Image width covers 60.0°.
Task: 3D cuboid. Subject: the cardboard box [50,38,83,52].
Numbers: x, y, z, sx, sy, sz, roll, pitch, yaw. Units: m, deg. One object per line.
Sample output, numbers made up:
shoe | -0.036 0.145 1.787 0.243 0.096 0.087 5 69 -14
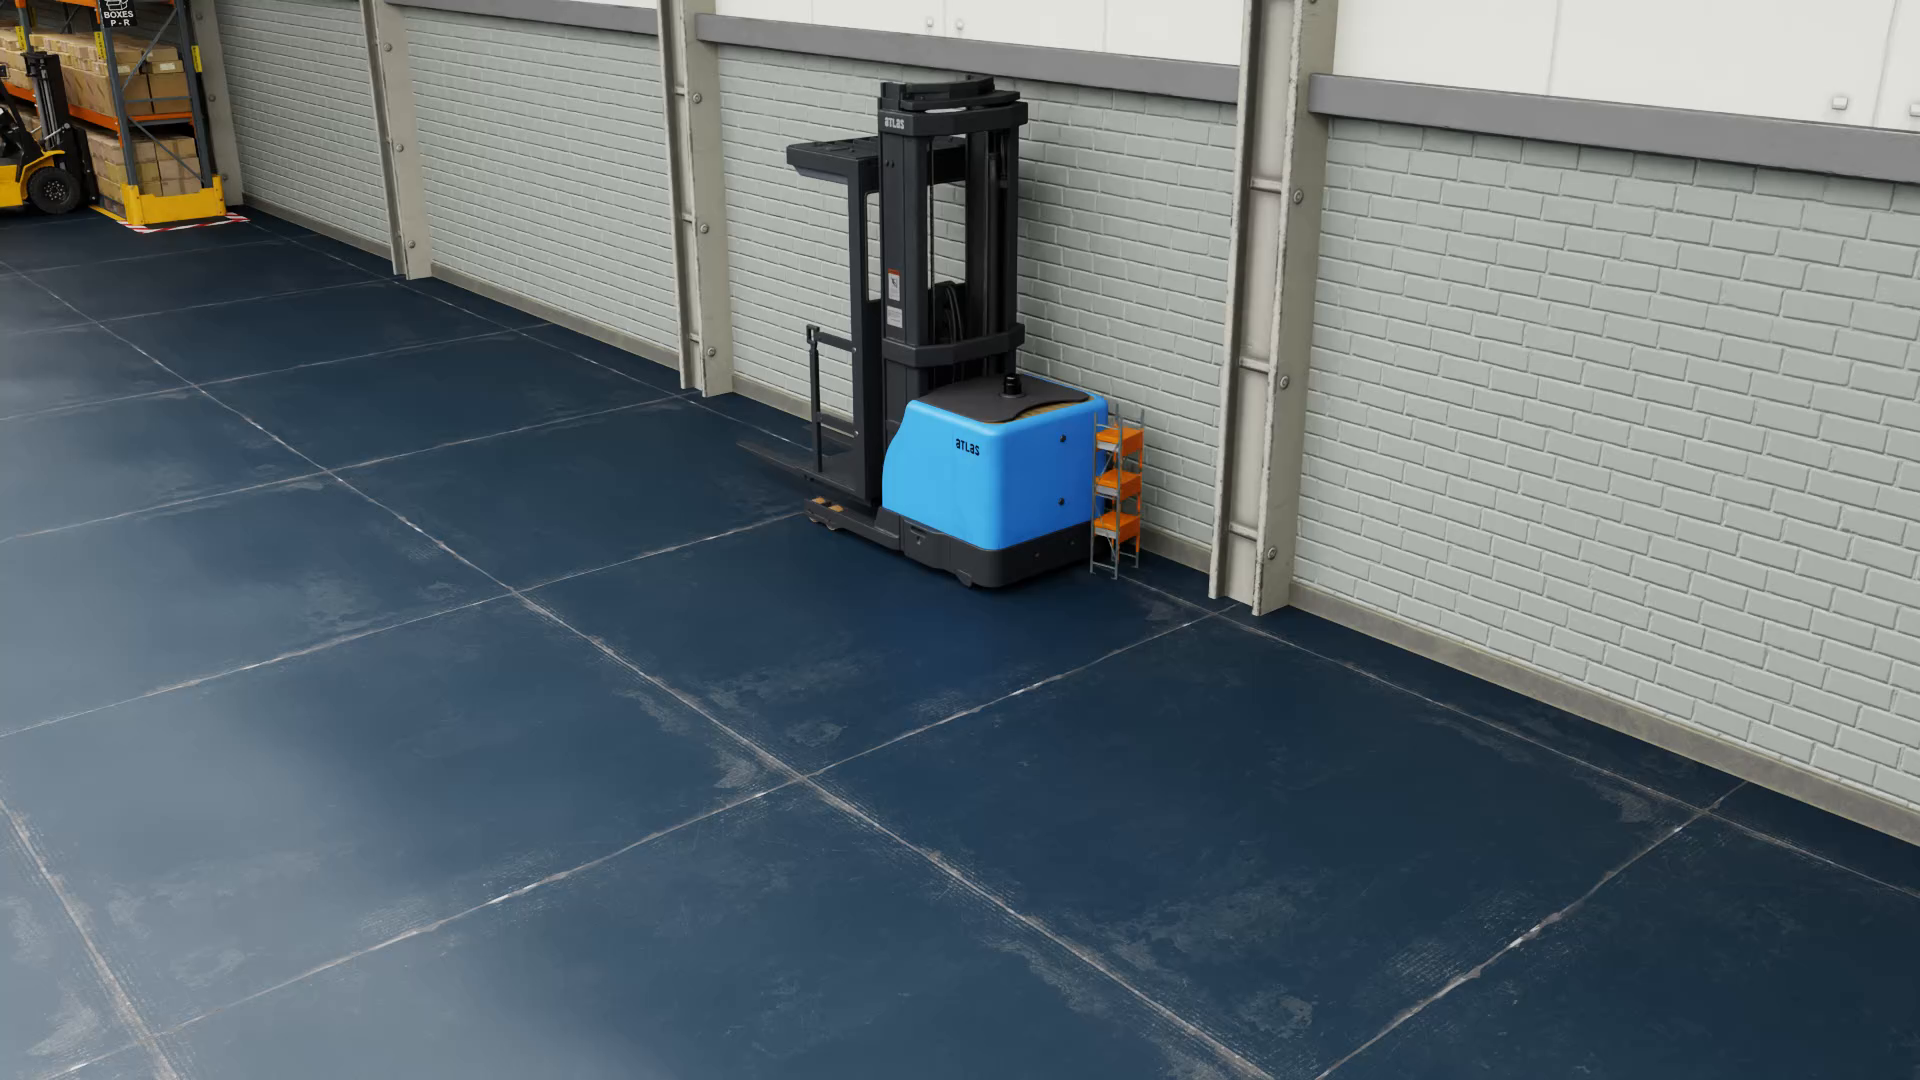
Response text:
cardboard box | -12.161 -6.756 22.685 0.380 0.149 0.250 -18 28 -38

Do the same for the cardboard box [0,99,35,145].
cardboard box | -15.051 -6.727 26.726 0.875 0.625 0.625 -16 27 -36

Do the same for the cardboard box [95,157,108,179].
cardboard box | -11.099 -4.952 22.022 0.500 0.250 0.500 -18 28 -38

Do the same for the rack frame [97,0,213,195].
rack frame | -10.226 -5.602 21.175 1.000 3.000 0.127 -17 27 -37

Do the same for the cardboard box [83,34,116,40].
cardboard box | -12.084 -7.029 23.383 0.380 0.149 0.250 -18 28 -38

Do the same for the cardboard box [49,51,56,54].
cardboard box | -12.191 -6.610 22.721 0.380 0.149 0.250 -18 28 -38

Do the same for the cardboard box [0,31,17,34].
cardboard box | -14.733 -7.733 25.588 0.380 0.149 0.250 -17 27 -37

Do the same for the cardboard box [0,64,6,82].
cardboard box | -14.340 -7.137 25.300 0.500 0.250 0.500 -16 27 -36

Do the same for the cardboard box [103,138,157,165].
cardboard box | -10.762 -5.036 21.552 0.500 0.250 0.500 -16 27 -36

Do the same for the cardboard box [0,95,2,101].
cardboard box | -15.962 -7.222 27.273 0.380 0.149 0.250 -19 28 -40

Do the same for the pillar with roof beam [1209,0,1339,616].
pillar with roof beam | -1.509 -2.805 5.806 9.100 9.000 0.400 -17 27 -37

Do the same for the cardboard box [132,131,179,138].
cardboard box | -10.725 -5.298 22.221 0.500 0.250 0.500 -17 27 -37

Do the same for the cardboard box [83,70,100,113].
cardboard box | -11.077 -5.868 21.716 0.500 0.500 0.500 -16 27 -36

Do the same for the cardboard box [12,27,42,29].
cardboard box | -14.826 -8.074 26.458 0.380 0.149 0.250 -17 27 -36

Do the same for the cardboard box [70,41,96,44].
cardboard box | -11.625 -6.561 22.187 0.380 0.149 0.250 -17 27 -37

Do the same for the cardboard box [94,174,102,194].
cardboard box | -11.409 -4.852 22.454 0.500 0.250 0.500 -17 27 -37

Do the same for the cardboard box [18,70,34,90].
cardboard box | -13.364 -6.715 24.220 0.500 0.250 0.500 -17 27 -36

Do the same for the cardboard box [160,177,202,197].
cardboard box | -10.398 -4.700 22.065 0.500 0.250 0.500 -17 27 -37

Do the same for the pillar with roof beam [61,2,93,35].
pillar with roof beam | -17.175 -9.435 22.735 9.100 9.000 0.400 -17 27 -37

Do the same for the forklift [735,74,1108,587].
forklift | -0.408 -1.536 10.888 1.130 2.935 3.031 -18 27 -38

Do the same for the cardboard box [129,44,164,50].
cardboard box | -10.611 -6.383 21.733 0.380 0.149 0.250 -17 27 -36

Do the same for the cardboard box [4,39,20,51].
cardboard box | -13.802 -7.286 24.446 0.380 0.149 0.250 -19 28 -39

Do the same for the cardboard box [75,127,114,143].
cardboard box | -11.762 -5.455 22.621 0.500 0.250 0.500 -18 28 -38

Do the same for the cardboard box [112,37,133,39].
cardboard box | -11.588 -6.817 22.841 0.380 0.149 0.250 -18 28 -38

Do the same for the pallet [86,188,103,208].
pallet | -11.549 -4.842 23.057 1.003 0.211 1.213 -17 27 -37

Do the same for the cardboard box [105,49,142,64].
cardboard box | -10.619 -6.138 21.108 0.380 0.149 0.250 -17 27 -37

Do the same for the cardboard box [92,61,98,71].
cardboard box | -10.976 -6.130 21.495 0.380 0.149 0.250 -17 27 -36

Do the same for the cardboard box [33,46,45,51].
cardboard box | -12.828 -6.905 23.475 0.380 0.149 0.250 -18 28 -38

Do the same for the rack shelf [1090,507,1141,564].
rack shelf | 0.973 -0.030 10.410 0.215 0.259 0.240 15 26 35

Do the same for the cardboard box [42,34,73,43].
cardboard box | -12.601 -6.989 23.281 0.380 0.149 0.250 -17 27 -37

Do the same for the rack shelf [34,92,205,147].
rack shelf | -11.531 -5.820 22.717 1.077 0.370 4.000 -17 27 -37

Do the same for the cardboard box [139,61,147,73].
cardboard box | -10.460 -6.159 21.570 0.380 0.149 0.250 -17 27 -37

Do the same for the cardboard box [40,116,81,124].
cardboard box | -12.759 -5.880 23.707 0.500 0.250 0.500 -18 28 -38

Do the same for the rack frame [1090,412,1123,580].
rack frame | 0.897 -0.263 10.215 0.200 1.050 0.008 15 26 35

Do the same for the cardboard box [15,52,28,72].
cardboard box | -13.351 -6.945 24.123 0.500 0.250 0.500 -18 28 -39

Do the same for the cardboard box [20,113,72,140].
cardboard box | -13.686 -6.155 25.266 0.875 0.625 0.625 -18 28 -38

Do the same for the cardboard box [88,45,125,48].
cardboard box | -11.101 -6.351 21.652 0.380 0.149 0.250 -17 27 -37

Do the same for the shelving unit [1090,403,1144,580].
shelving unit | 0.972 -0.299 10.305 0.215 1.050 0.252 15 26 35

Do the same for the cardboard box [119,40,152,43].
cardboard box | -11.049 -6.618 22.333 0.380 0.149 0.250 -18 28 -39

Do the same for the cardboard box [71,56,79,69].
cardboard box | -11.520 -6.329 22.002 0.380 0.149 0.250 -17 27 -37

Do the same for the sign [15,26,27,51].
sign | -13.241 -7.078 23.463 0.100 0.325 0.005 -17 27 -37

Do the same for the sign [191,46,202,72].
sign | -9.801 -6.173 21.335 0.100 0.325 0.005 -17 27 -37

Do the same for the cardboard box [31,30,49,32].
cardboard box | -14.379 -7.846 25.876 0.380 0.149 0.250 -18 27 -38

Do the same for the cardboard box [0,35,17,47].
cardboard box | -14.316 -7.498 24.989 0.380 0.149 0.250 -18 28 -39
